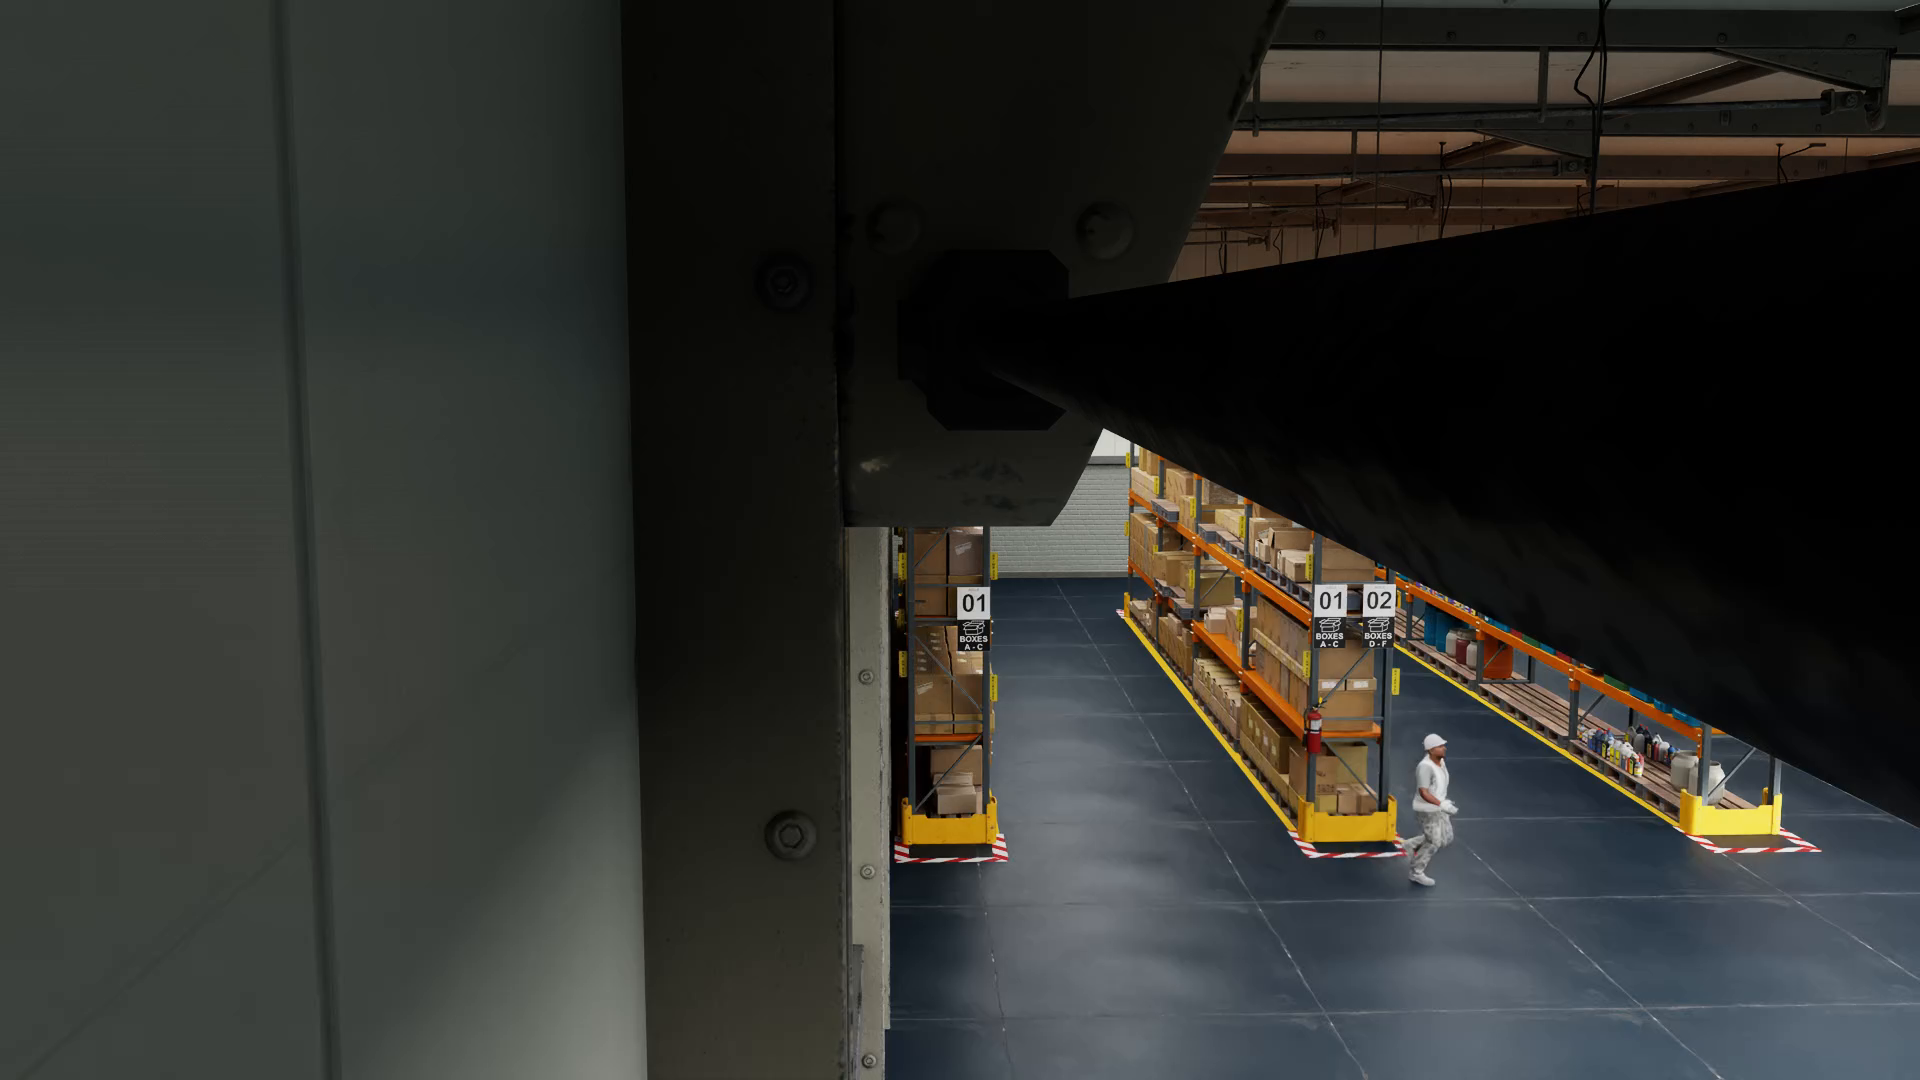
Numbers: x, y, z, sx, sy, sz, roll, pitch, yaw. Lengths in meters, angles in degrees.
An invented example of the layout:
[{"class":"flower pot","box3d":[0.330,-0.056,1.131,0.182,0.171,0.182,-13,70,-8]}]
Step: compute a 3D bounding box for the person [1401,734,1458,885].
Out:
[{"class":"person","box3d":[5.377,3.057,18.971,0.663,1.740,0.721,4,8,29]}]
